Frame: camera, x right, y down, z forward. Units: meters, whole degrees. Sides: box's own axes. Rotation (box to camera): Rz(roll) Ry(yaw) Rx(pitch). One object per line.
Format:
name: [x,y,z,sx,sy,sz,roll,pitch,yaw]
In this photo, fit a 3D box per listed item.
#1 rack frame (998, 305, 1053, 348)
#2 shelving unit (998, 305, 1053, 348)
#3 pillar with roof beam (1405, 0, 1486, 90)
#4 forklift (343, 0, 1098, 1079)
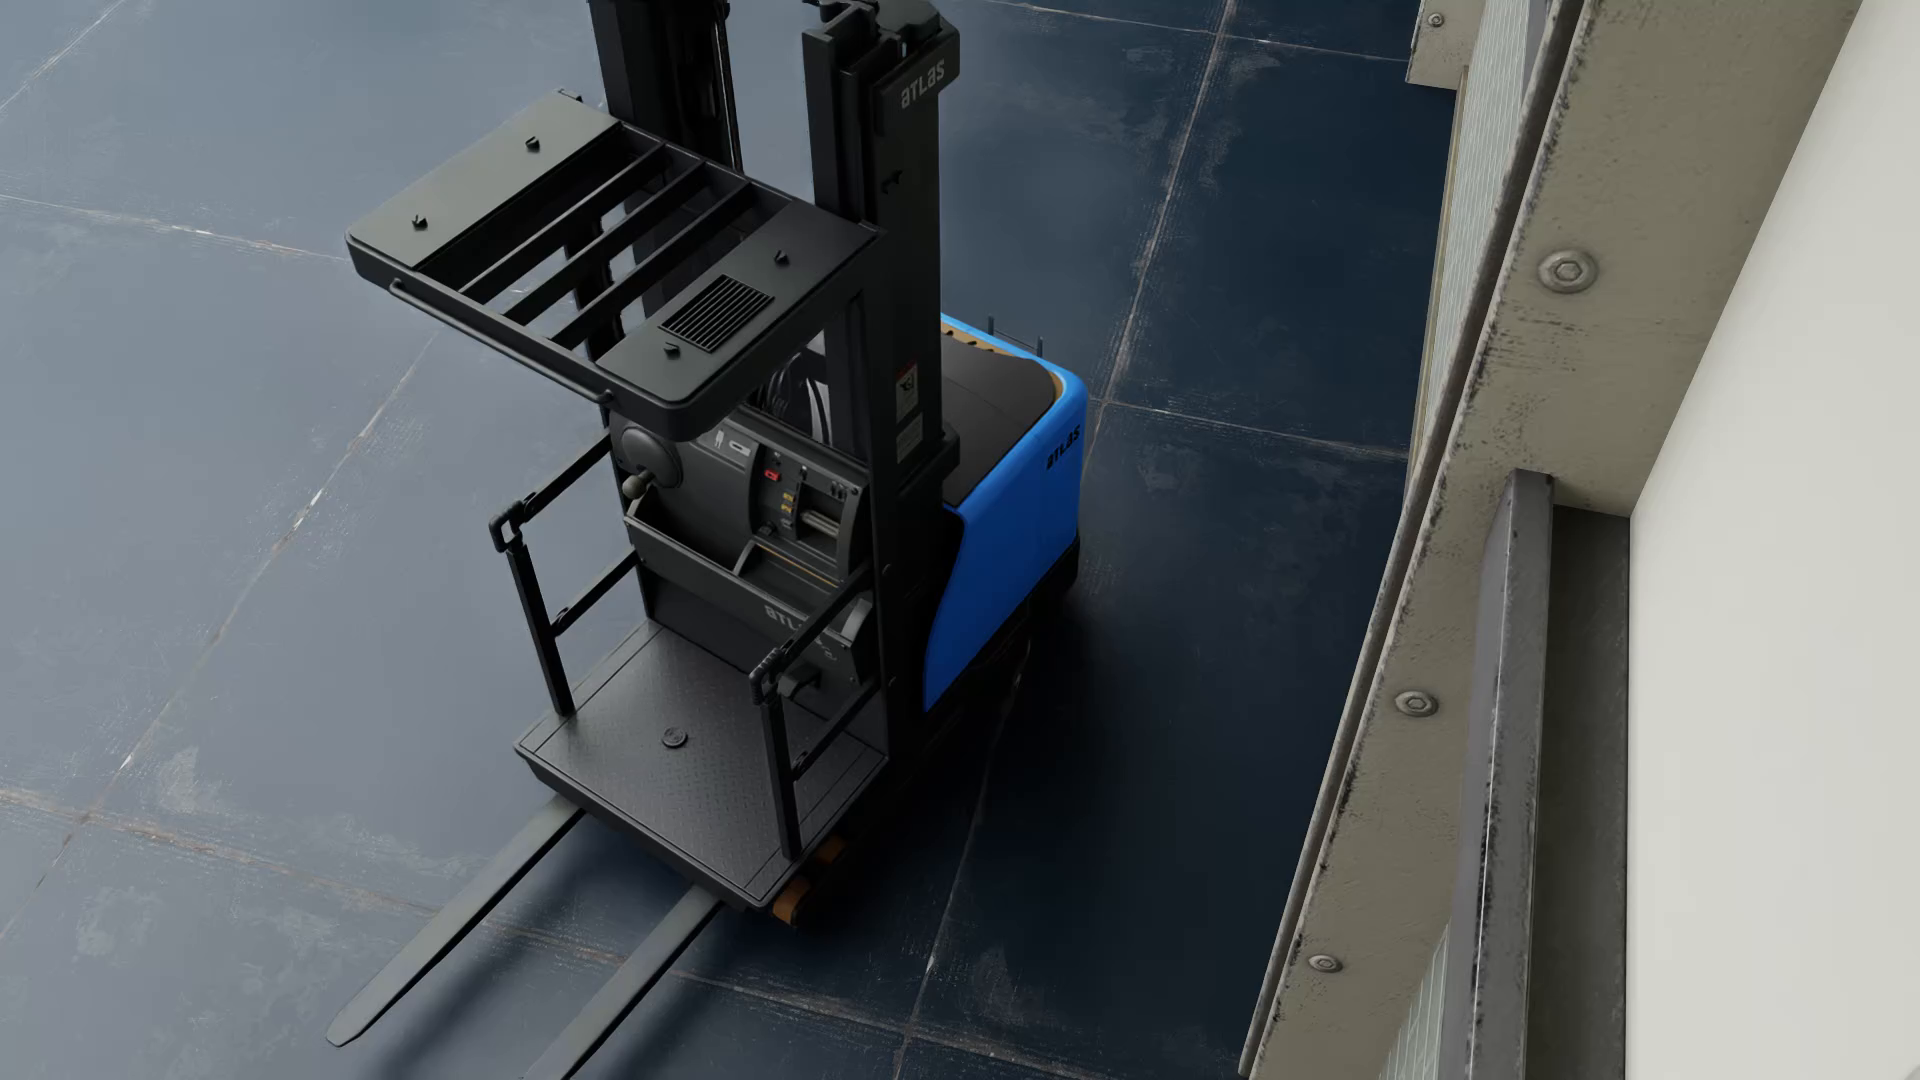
rack frame: [0.244,-0.533,6.539,0.240,0.900,0.006,27,54,22]
shelving unit: [0.186,-0.471,6.484,0.258,0.900,0.210,27,54,22]
pillar with roof beam: [-1.594,-6.365,6.285,9.100,9.000,0.400,12,50,10]
forklift: [-0.755,-0.148,4.845,1.130,2.935,3.031,27,54,22]
